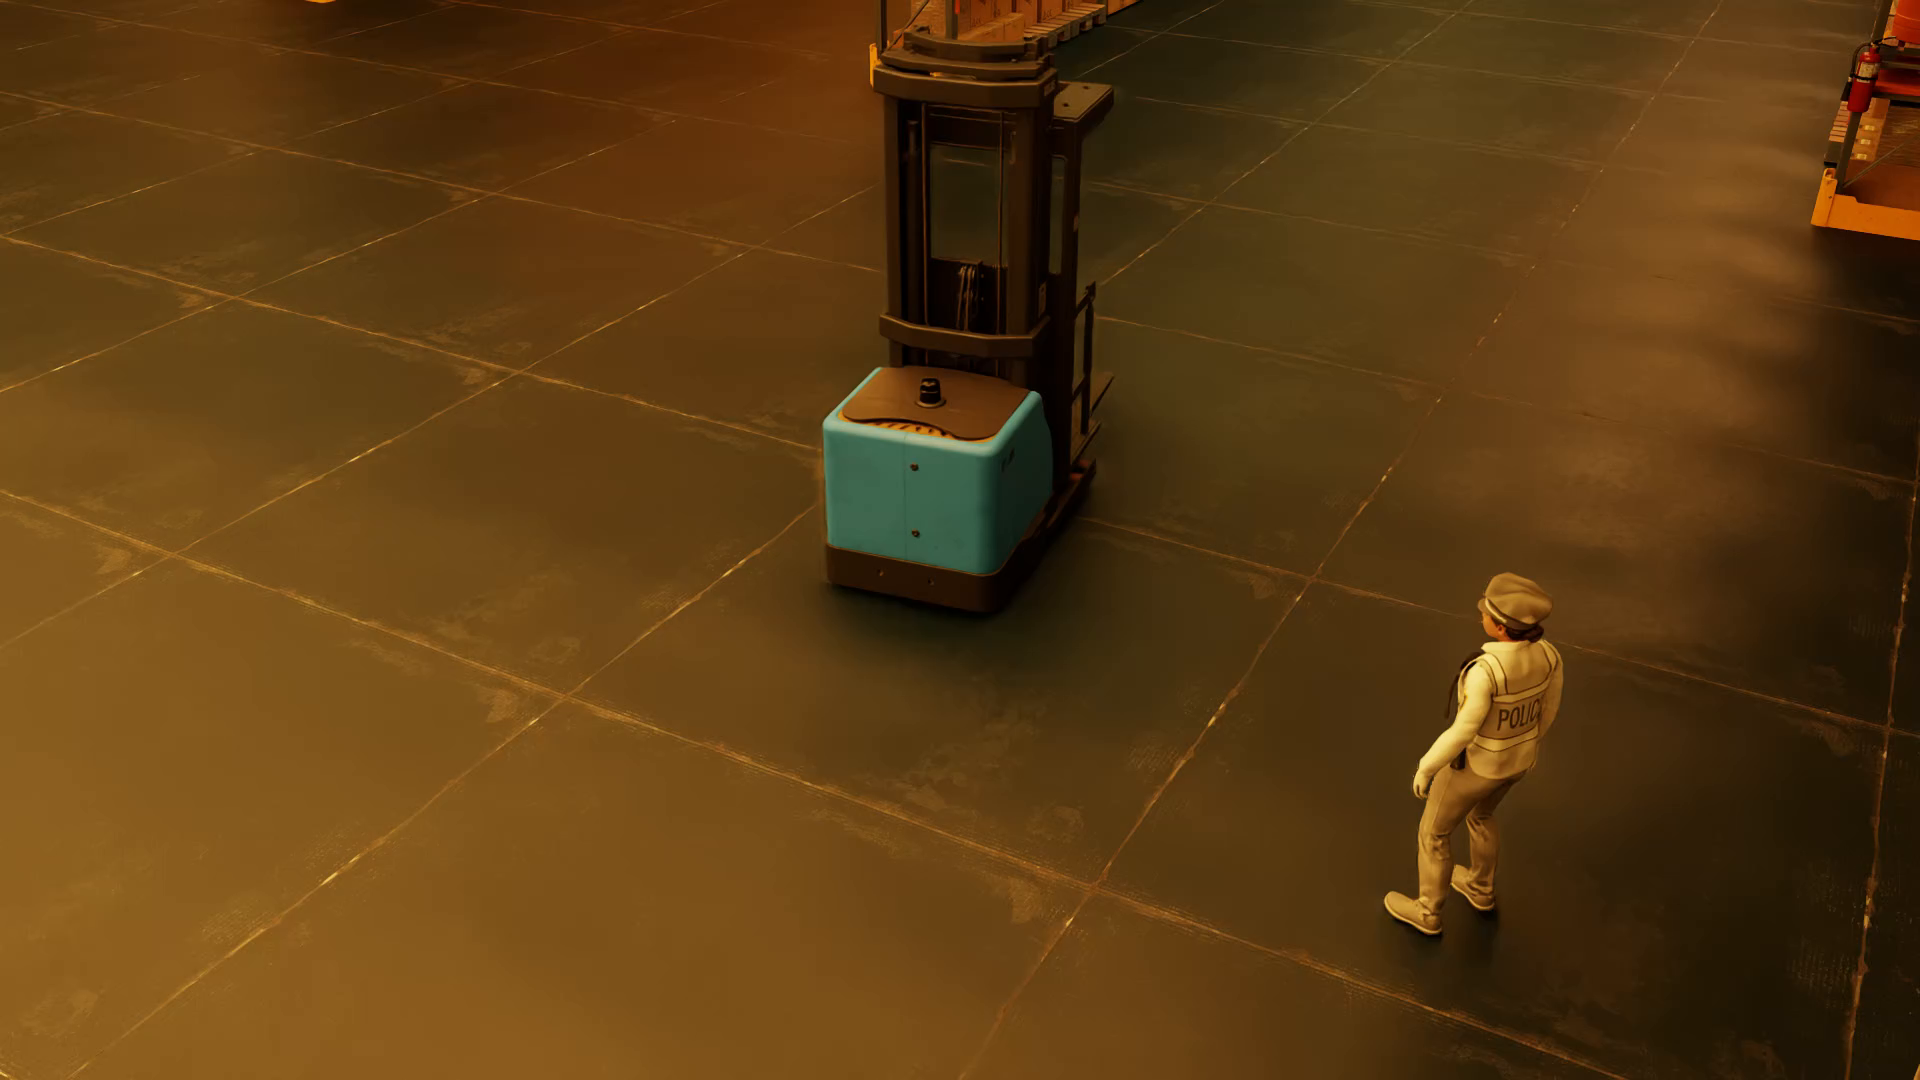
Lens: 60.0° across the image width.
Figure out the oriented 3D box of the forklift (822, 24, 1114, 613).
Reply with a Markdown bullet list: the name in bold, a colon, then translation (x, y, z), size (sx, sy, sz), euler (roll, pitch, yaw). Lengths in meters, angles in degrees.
- **forklift**: translation (0.226, -1.591, 9.828), size (1.130, 2.935, 3.031), euler (11, 32, 18)

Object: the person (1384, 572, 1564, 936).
- **person**: translation (2.121, 0.882, 6.801), size (0.632, 1.676, 0.382), euler (-17, 34, -27)
